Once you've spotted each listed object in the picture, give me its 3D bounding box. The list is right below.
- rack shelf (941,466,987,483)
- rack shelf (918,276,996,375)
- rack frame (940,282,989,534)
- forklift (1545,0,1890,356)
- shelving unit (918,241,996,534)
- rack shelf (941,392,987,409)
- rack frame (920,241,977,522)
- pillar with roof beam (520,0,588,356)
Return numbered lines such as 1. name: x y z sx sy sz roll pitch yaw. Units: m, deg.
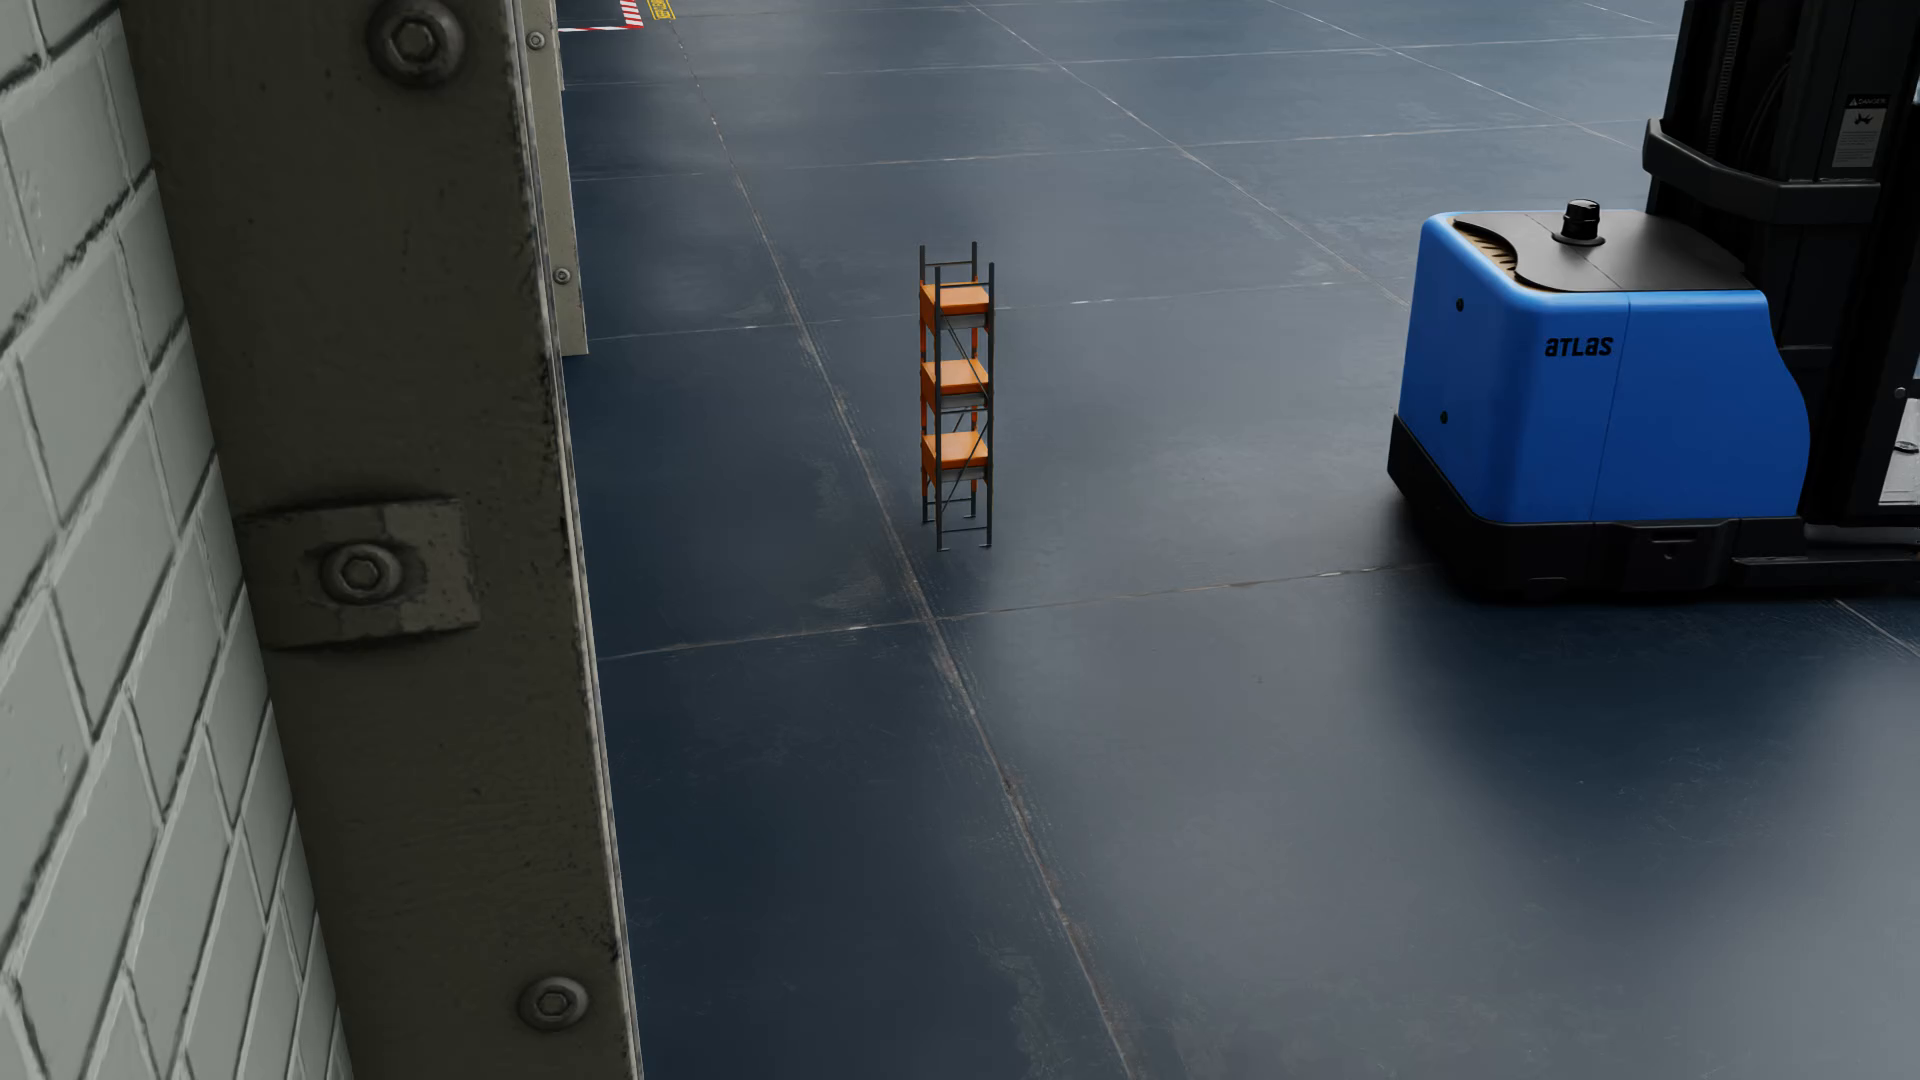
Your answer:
1. rack shelf: -0.012 -0.279 5.923 0.166 0.050 0.221 -6 27 -12
2. rack shelf: -0.012 -0.736 5.693 0.215 0.259 0.240 -6 27 -12
3. rack frame: 0.016 -0.439 5.710 0.190 0.915 0.003 -6 27 -12
4. forklift: 11.498 -11.933 26.146 22.390 3.159 46.598 -2 27 -3
5. shelving unit: -0.012 -0.493 5.817 0.215 1.050 0.249 -6 27 -12
6. rack shelf: -0.012 -0.527 5.798 0.166 0.050 0.221 -6 27 -12
7. rack frame: -0.040 -0.546 5.922 0.200 1.050 0.008 -6 27 -12
8. pillar with roof beam: 2.273 -5.390 6.697 9.100 9.000 0.400 -6 27 -12
